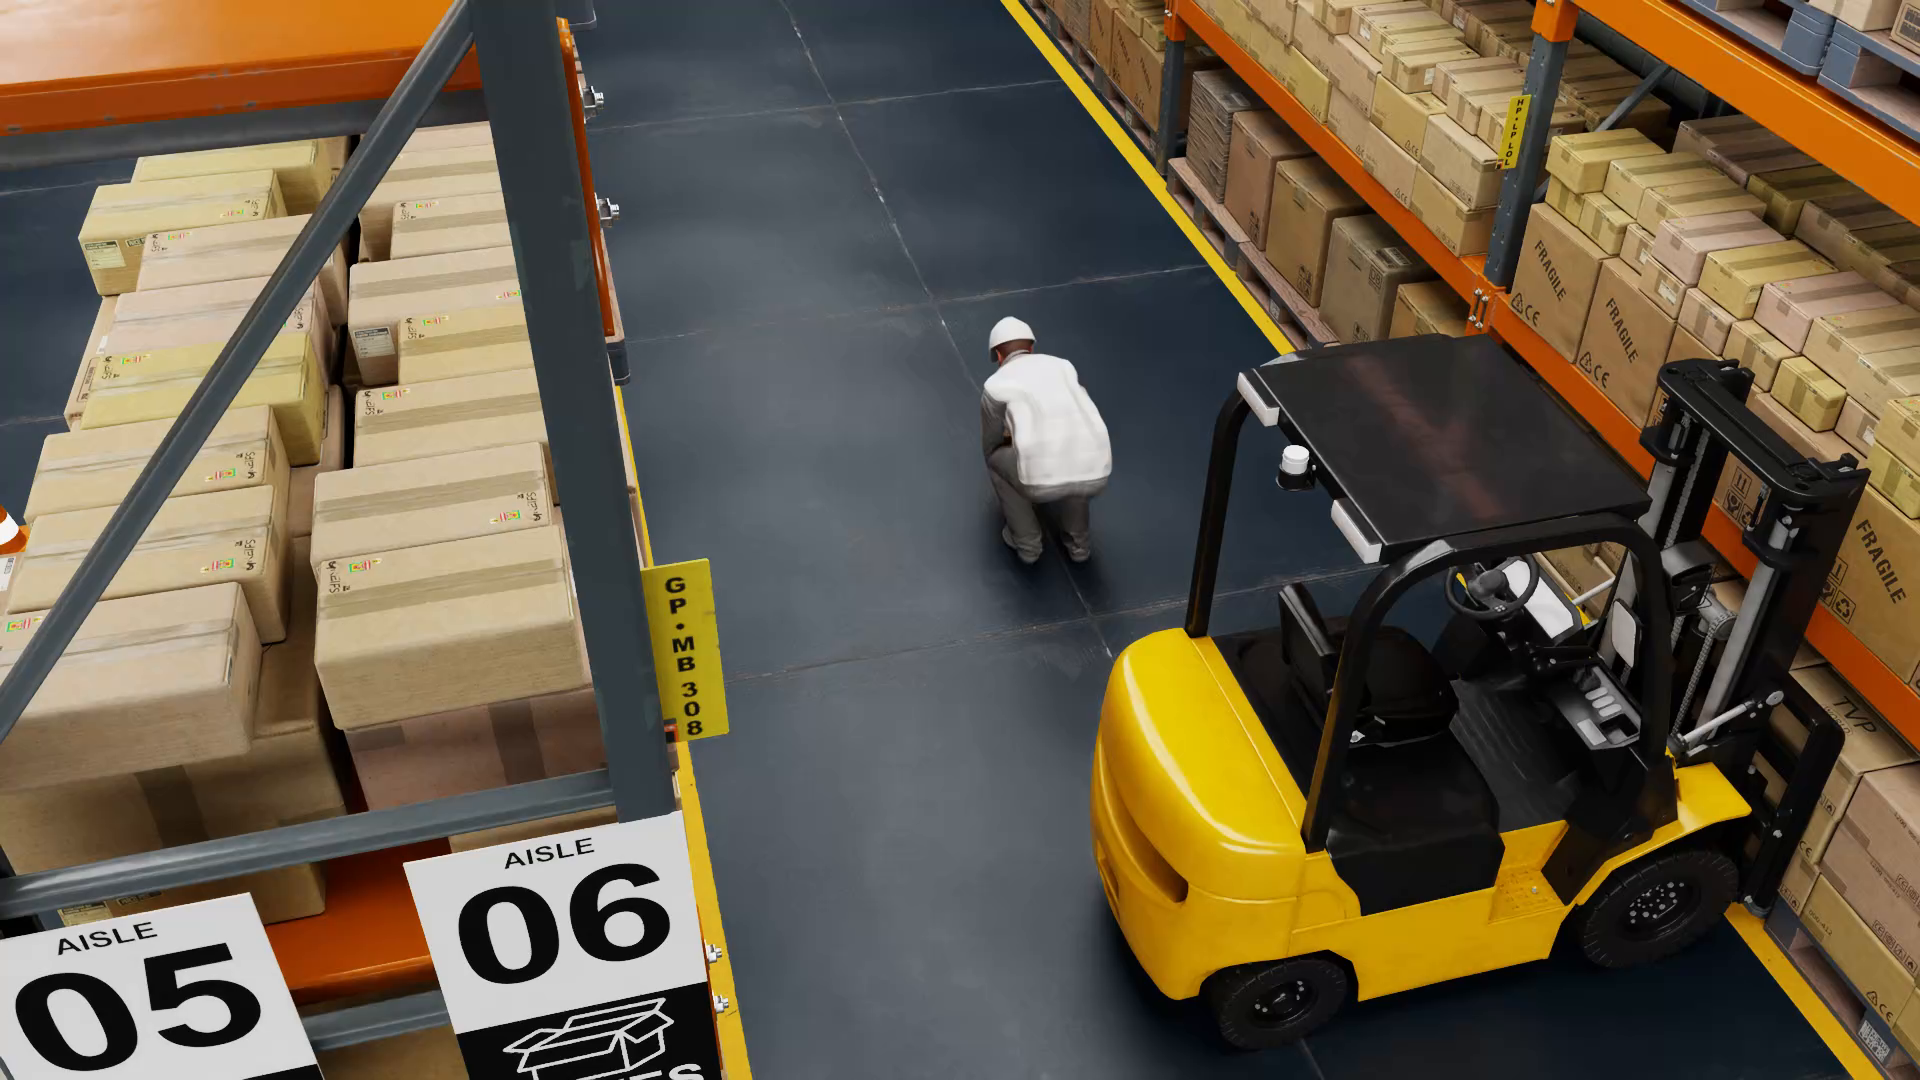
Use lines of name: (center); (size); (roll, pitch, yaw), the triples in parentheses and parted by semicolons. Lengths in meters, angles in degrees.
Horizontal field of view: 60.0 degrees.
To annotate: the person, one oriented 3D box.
person: (0.379, -0.437, 7.895); (0.506, 0.992, 0.952); (-11, 39, -13)
